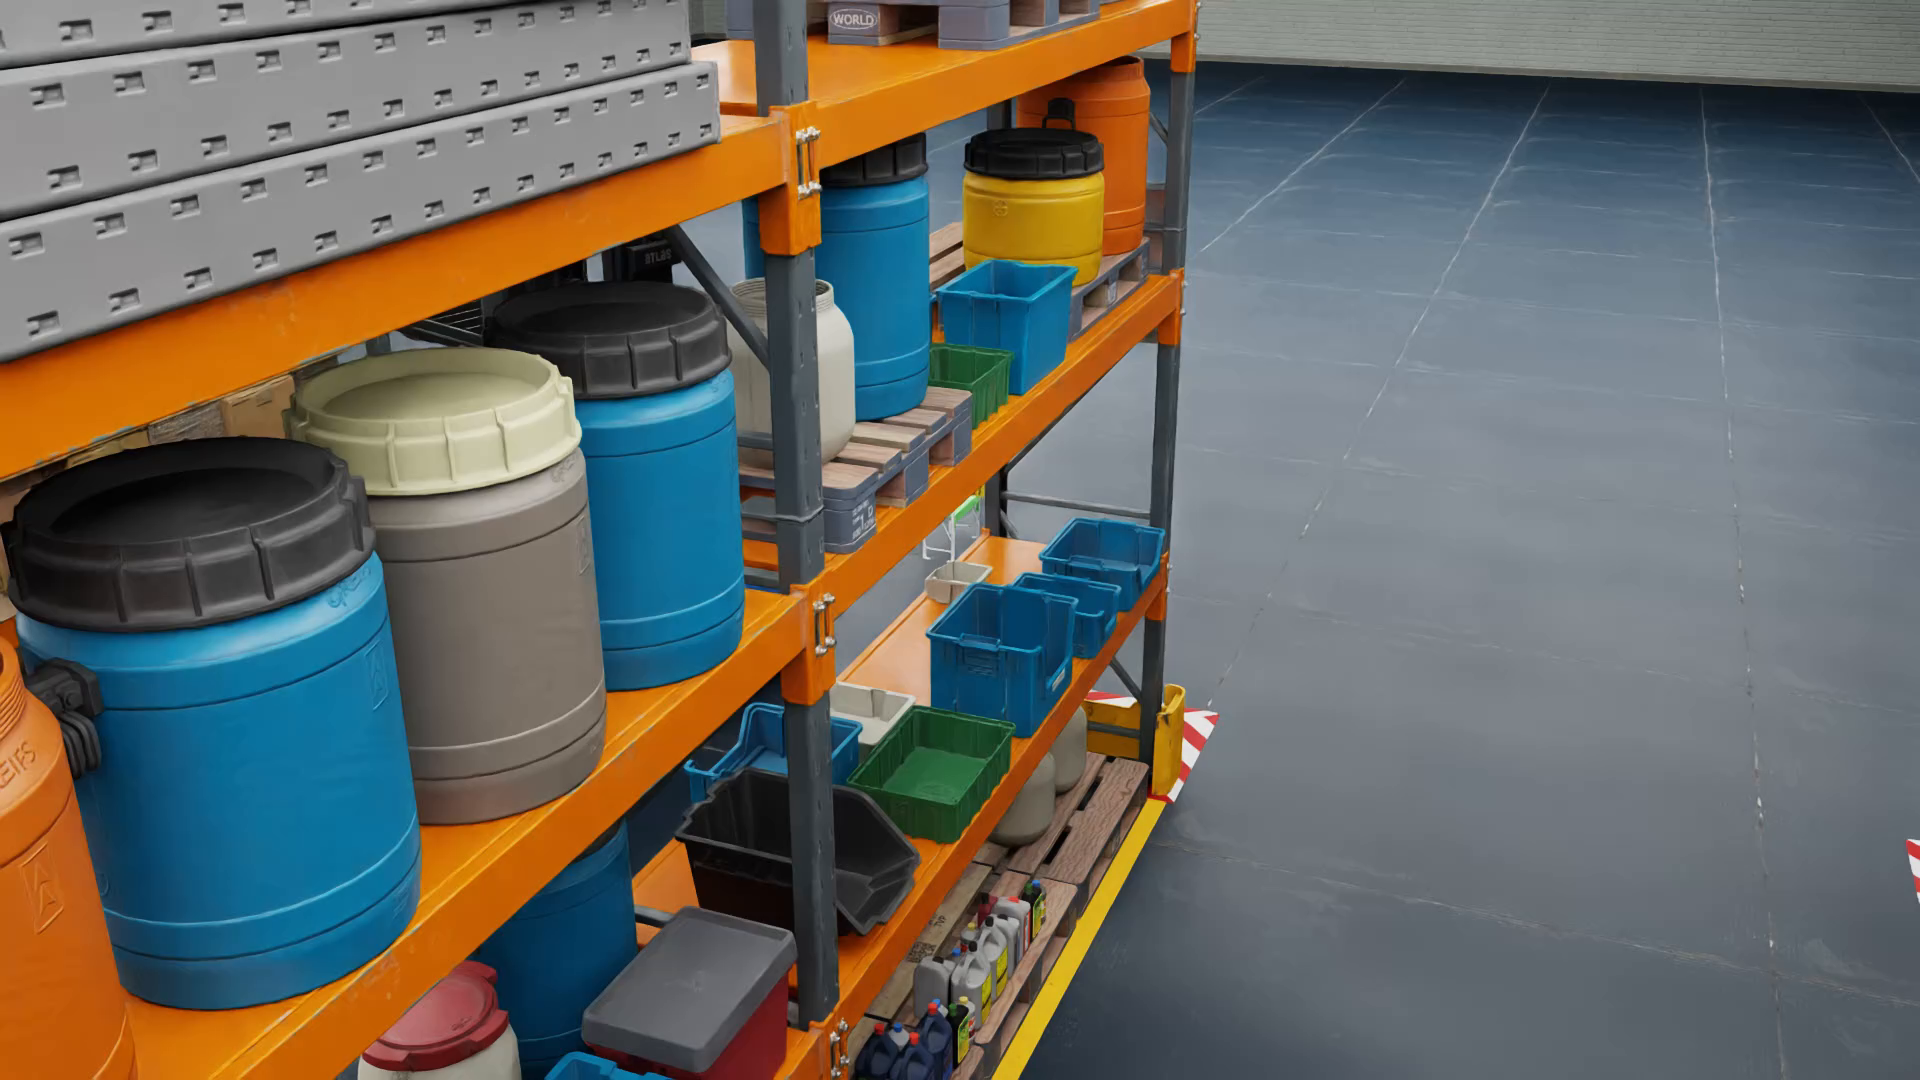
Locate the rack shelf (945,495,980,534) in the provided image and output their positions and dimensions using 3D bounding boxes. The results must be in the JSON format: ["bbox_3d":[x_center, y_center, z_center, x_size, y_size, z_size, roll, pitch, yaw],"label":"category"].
[{"bbox_3d":[-0.061,-0.214,11.994,0.258,0.148,0.480,9,24,20],"label":"rack shelf"}]

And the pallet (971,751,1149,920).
[{"bbox_3d":[0.326,1.432,8.547,1.003,0.211,1.213,9,24,20],"label":"pallet"}]

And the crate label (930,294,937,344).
[{"bbox_3d":[-0.385,-0.871,6.745,0.502,0.251,0.408,9,24,20],"label":"crate label"}]

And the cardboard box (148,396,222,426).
[{"bbox_3d":[-4.324,-0.941,8.799,0.500,0.500,0.500,9,24,20],"label":"cardboard box"}]

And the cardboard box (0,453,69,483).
[{"bbox_3d":[-4.693,-0.583,7.942,0.500,0.500,0.500,9,24,20],"label":"cardboard box"}]

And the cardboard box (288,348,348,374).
[{"bbox_3d":[-3.956,-1.300,9.657,0.500,0.500,0.500,9,24,20],"label":"cardboard box"}]

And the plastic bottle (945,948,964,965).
[{"bbox_3d":[-0.014,1.824,7.051,0.097,0.201,0.097,0,23,0],"label":"plastic bottle"}]

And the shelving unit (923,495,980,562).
[{"bbox_3d":[-0.061,-0.494,11.877,0.258,1.200,0.503,9,24,20],"label":"shelving unit"}]

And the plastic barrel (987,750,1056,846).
[{"bbox_3d":[0.258,1.202,8.164,0.421,0.512,0.421,0,23,0],"label":"plastic barrel"}]

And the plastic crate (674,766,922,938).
[{"bbox_3d":[-0.556,1.113,5.775,0.767,0.338,0.504,9,24,20],"label":"plastic crate"}]

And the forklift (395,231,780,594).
[{"bbox_3d":[-2.307,-0.272,9.098,1.130,2.935,3.031,18,28,36],"label":"forklift"}]

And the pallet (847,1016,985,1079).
[{"bbox_3d":[-0.580,2.306,6.456,1.003,0.211,1.213,9,24,20],"label":"pallet"}]

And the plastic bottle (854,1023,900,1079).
[{"bbox_3d":[-0.317,2.022,6.382,0.144,0.351,0.185,9,24,20],"label":"plastic bottle"}]

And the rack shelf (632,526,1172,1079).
[{"bbox_3d":[-0.125,0.870,7.210,1.077,0.370,4.000,9,24,20],"label":"rack shelf"}]

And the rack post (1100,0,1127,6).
[{"bbox_3d":[0.219,-2.463,7.121,0.937,0.300,0.954,12,25,26],"label":"rack post"}]

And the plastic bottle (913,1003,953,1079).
[{"bbox_3d":[-0.113,1.976,6.495,0.144,0.351,0.185,8,24,18],"label":"plastic bottle"}]

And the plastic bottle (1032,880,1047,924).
[{"bbox_3d":[0.342,1.630,7.516,0.097,0.201,0.097,0,23,0],"label":"plastic bottle"}]

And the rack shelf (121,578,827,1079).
[{"bbox_3d":[-1.611,0.917,3.205,1.077,0.370,4.000,9,24,20],"label":"rack shelf"}]

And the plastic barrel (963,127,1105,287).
[{"bbox_3d":[0.312,-1.417,7.069,0.600,0.588,0.600,0,23,0],"label":"plastic barrel"}]

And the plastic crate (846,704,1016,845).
[{"bbox_3d":[-0.102,0.906,6.465,0.450,0.188,0.662,9,24,20],"label":"plastic crate"}]

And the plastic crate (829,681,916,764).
[{"bbox_3d":[-0.500,0.758,6.887,0.530,0.136,0.437,9,24,20],"label":"plastic crate"}]

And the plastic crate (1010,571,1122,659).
[{"bbox_3d":[0.463,0.344,7.728,0.499,0.251,0.408,9,24,20],"label":"plastic crate"}]

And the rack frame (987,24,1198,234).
[{"bbox_3d":[0.617,-2.946,7.628,1.000,3.000,0.127,9,24,20],"label":"rack frame"}]

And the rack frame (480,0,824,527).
[{"bbox_3d":[-0.868,-1.515,4.202,1.000,3.000,0.127,9,24,20],"label":"rack frame"}]

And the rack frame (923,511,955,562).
[{"bbox_3d":[-0.152,-0.407,11.668,0.240,1.200,0.015,9,24,20],"label":"rack frame"}]

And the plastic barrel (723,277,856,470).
[{"bbox_3d":[-0.526,-0.502,4.979,0.421,0.512,0.421,0,23,0],"label":"plastic barrel"}]

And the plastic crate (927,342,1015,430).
[{"bbox_3d":[-0.029,-0.559,6.079,0.336,0.188,0.450,9,24,20],"label":"plastic crate"}]

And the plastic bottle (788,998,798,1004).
[{"bbox_3d":[-0.705,1.817,6.875,0.144,0.351,0.185,9,24,20],"label":"plastic bottle"}]

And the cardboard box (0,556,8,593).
[{"bbox_3d":[-5.024,0.035,7.759,0.875,0.500,0.500,9,24,20],"label":"cardboard box"}]

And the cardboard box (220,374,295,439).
[{"bbox_3d":[-4.285,-0.682,9.474,0.875,0.500,0.500,9,24,20],"label":"cardboard box"}]

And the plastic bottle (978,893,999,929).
[{"bbox_3d":[0.124,1.663,7.329,0.061,0.283,0.133,9,24,20],"label":"plastic bottle"}]

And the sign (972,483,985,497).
[{"bbox_3d":[0.108,-0.386,8.924,0.100,0.325,0.005,9,24,20],"label":"sign"}]

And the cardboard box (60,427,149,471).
[{"bbox_3d":[-4.708,-0.332,8.637,0.875,0.500,0.500,9,24,20],"label":"cardboard box"}]

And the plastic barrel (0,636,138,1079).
[{"bbox_3d":[-1.605,0.606,2.460,0.600,0.830,0.708,9,24,20],"label":"plastic barrel"}]

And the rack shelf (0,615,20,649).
[{"bbox_3d":[-4.724,0.160,8.908,1.077,0.370,4.000,9,24,20],"label":"rack shelf"}]

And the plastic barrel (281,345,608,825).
[{"bbox_3d":[-1.099,0.085,3.613,0.600,0.901,0.600,0,23,0],"label":"plastic barrel"}]

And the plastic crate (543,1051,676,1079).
[{"bbox_3d":[-0.989,1.700,4.309,0.392,0.384,0.575,9,24,20],"label":"plastic crate"}]

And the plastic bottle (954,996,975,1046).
[{"bbox_3d":[0.014,1.947,6.758,0.097,0.201,0.097,0,23,0],"label":"plastic bottle"}]

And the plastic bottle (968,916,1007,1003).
[{"bbox_3d":[0.114,1.757,7.018,0.144,0.351,0.185,10,25,22],"label":"plastic bottle"}]

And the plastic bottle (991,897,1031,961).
[{"bbox_3d":[0.223,1.682,7.295,0.152,0.276,0.135,9,24,20],"label":"plastic bottle"}]

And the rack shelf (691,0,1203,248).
[{"bbox_3d":[-0.125,-1.714,6.131,1.077,0.370,4.000,9,24,20],"label":"rack shelf"}]

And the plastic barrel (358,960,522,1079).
[{"bbox_3d":[-1.427,1.502,4.587,0.433,0.535,0.433,0,23,0],"label":"plastic barrel"}]

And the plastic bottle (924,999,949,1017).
[{"bbox_3d":[-0.093,1.954,6.649,0.097,0.271,0.097,0,23,0],"label":"plastic bottle"}]

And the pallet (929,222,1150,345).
[{"bbox_3d":[0.219,-1.193,7.568,1.003,0.211,1.213,9,24,20],"label":"pallet"}]
